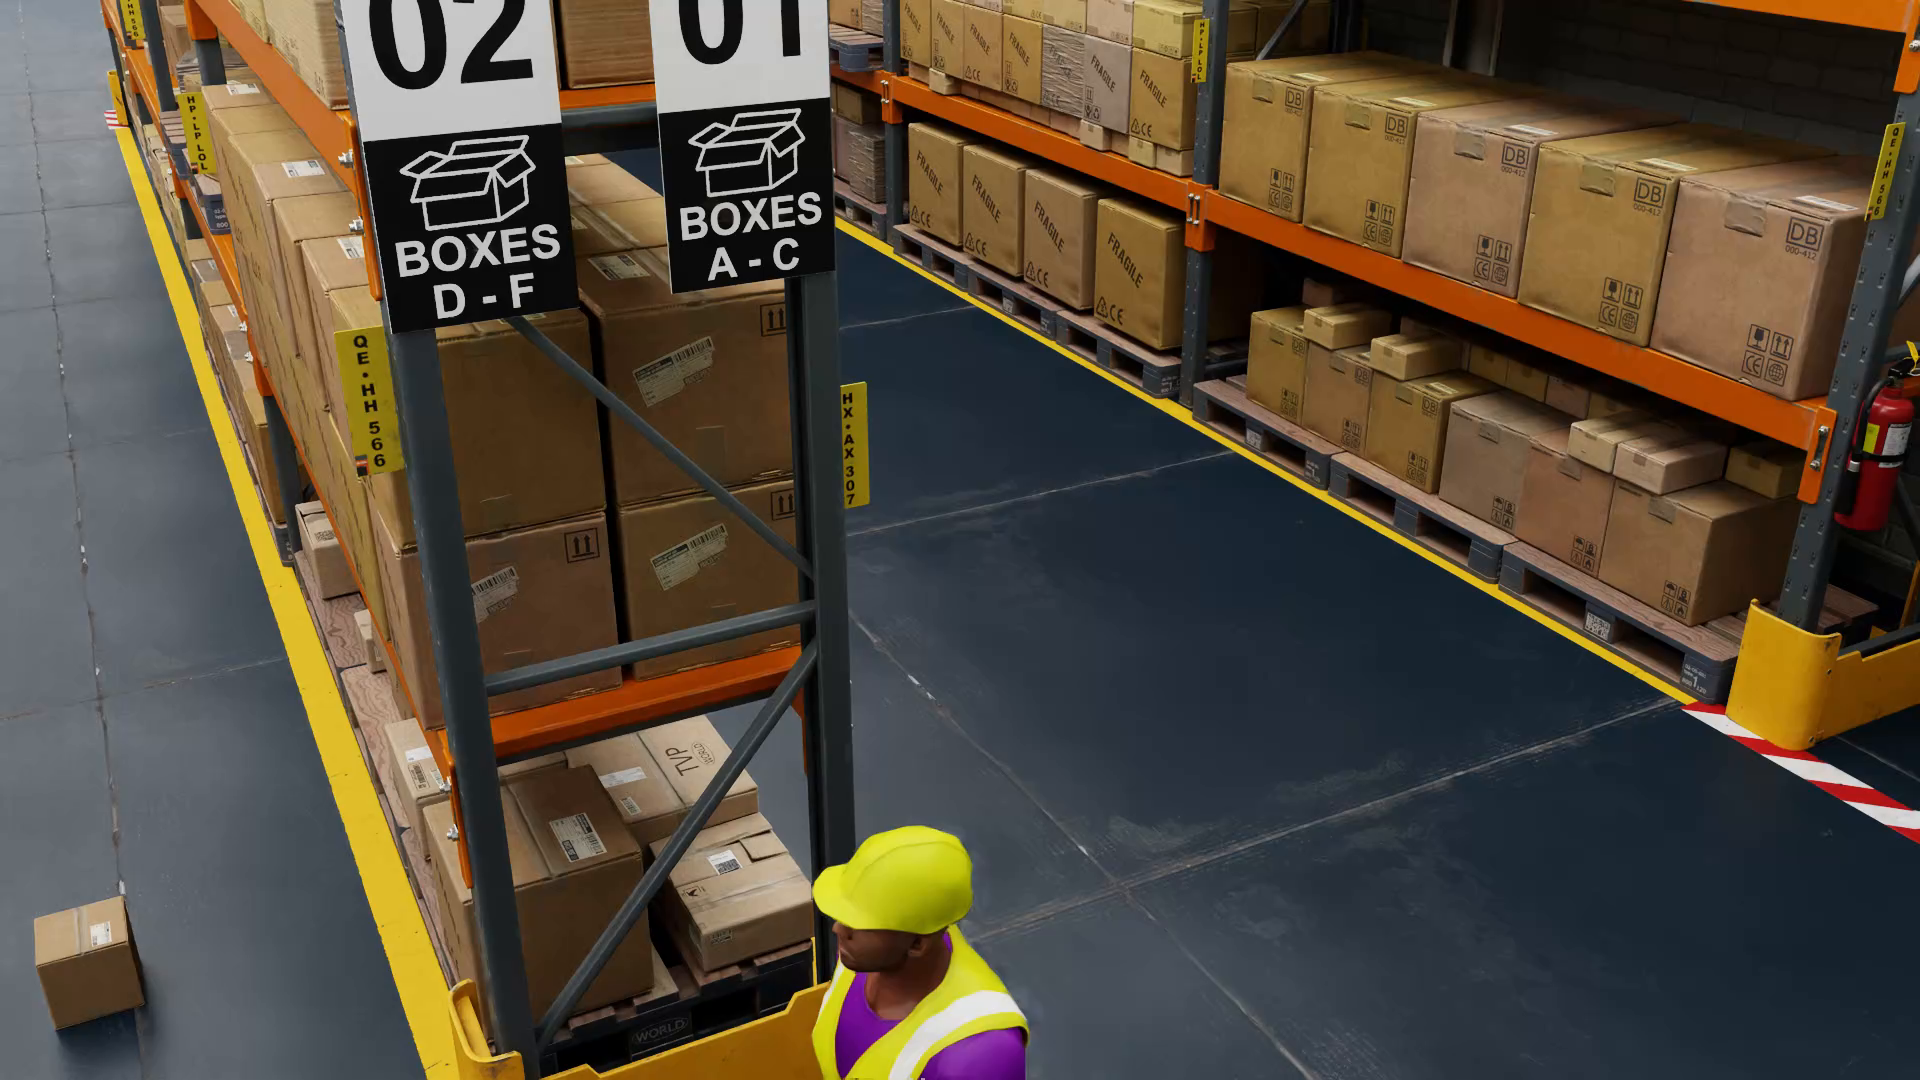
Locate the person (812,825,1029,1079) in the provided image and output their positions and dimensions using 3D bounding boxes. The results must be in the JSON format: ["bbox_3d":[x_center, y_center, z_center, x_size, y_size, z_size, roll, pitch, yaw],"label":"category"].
[{"bbox_3d":[-0.006,1.282,3.344,0.618,1.752,0.634,-13,29,-26],"label":"person"}]
